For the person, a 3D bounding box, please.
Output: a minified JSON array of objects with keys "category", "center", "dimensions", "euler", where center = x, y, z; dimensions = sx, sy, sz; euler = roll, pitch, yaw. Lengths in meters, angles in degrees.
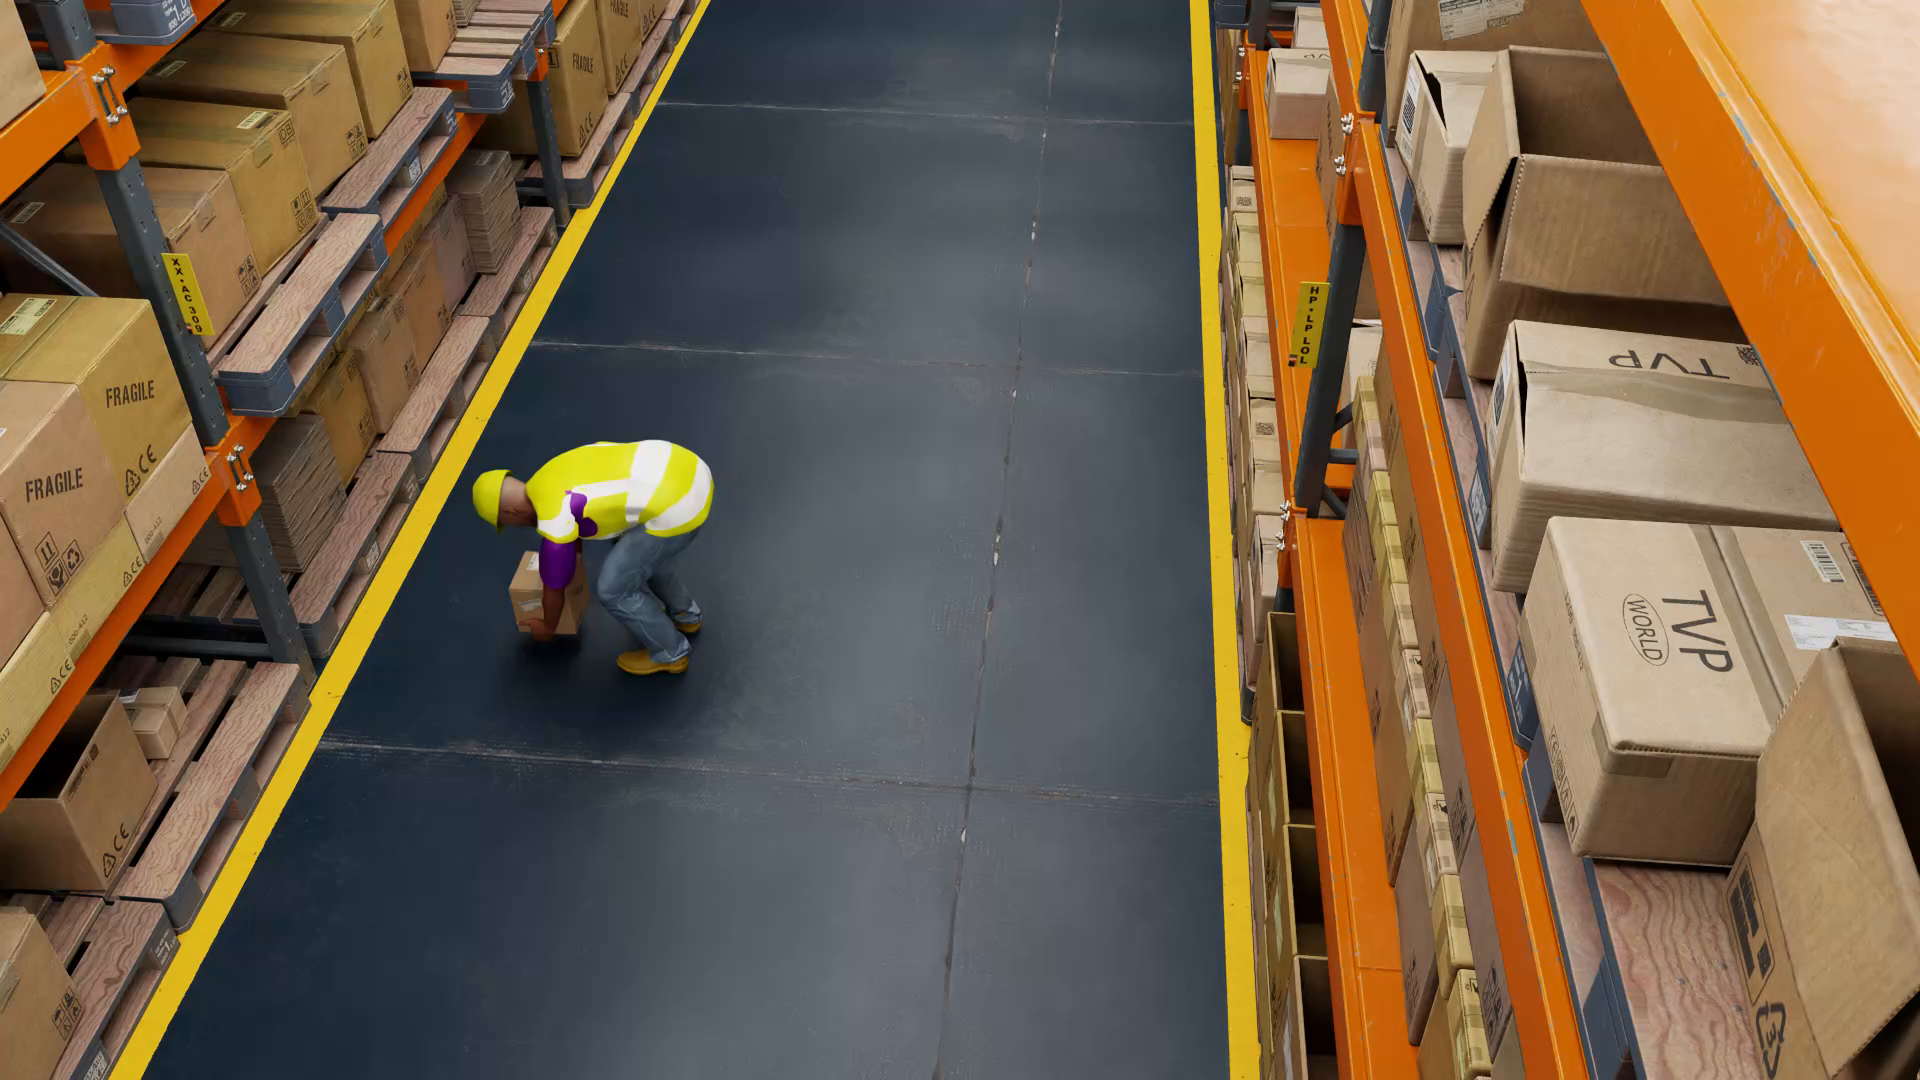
[{"category":"person","center":[-1.494,0.058,6.931],"dimensions":[0.979,1.030,0.492],"euler":[1,40,2]}]
